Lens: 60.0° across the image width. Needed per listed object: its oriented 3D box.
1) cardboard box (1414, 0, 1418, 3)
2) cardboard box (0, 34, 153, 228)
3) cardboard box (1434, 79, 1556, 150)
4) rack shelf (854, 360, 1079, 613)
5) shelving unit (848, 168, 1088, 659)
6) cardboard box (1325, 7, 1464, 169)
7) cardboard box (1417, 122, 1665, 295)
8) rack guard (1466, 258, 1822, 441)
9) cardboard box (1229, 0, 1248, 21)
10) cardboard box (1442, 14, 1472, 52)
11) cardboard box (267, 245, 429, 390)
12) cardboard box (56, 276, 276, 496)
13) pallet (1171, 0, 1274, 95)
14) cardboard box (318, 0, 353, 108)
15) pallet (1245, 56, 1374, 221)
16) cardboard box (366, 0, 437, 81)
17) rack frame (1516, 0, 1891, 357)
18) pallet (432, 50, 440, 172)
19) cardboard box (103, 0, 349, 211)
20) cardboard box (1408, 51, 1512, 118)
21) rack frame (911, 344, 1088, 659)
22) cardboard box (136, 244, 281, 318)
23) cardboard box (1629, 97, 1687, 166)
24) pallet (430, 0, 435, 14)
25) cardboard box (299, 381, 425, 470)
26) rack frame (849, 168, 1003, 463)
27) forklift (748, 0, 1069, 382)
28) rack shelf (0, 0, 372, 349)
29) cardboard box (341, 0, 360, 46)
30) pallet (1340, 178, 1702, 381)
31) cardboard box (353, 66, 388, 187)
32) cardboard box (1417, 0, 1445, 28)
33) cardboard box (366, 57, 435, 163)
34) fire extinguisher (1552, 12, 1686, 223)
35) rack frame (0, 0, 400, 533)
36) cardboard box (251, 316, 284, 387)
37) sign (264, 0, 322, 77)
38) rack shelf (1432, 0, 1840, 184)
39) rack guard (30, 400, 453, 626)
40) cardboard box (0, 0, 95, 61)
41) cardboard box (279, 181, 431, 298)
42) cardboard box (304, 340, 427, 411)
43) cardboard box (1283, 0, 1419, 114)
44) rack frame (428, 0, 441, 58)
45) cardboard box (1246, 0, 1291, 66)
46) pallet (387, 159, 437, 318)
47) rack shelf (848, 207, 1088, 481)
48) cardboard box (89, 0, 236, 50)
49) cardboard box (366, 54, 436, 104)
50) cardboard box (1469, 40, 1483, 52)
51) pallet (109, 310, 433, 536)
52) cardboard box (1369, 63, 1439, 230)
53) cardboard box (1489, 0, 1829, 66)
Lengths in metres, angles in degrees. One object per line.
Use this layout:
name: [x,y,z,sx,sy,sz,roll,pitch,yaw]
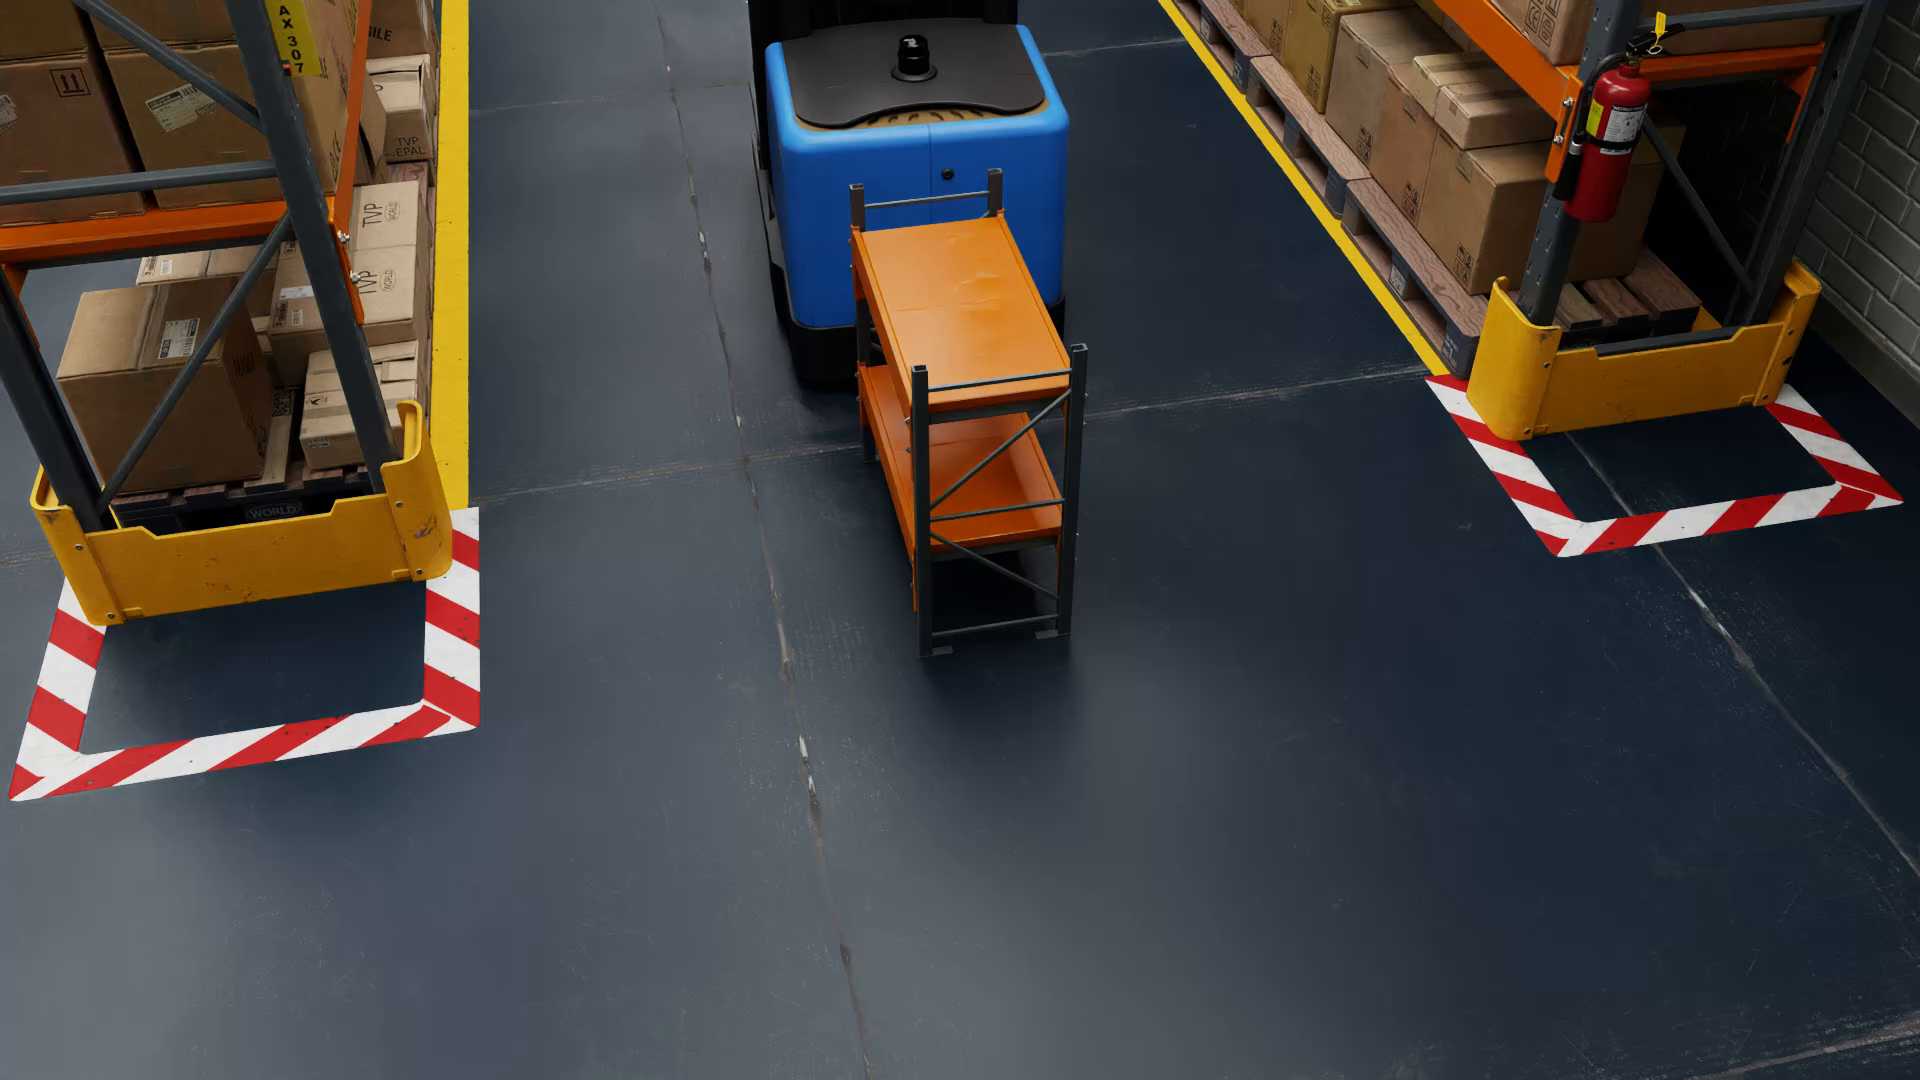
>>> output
cardboard box: [2.172,-2.527,7.416,0.380,0.149,0.250,-9,42,-10]
cardboard box: [-2.670,-1.266,4.842,0.500,0.500,0.500,-7,42,-8]
cardboard box: [2.074,-1.651,6.429,0.380,0.149,0.250,-9,42,-10]
rack shelf: [0.001,-0.233,5.534,0.538,0.278,1.000,-8,42,-9]
shelving unit: [0.001,-0.416,5.372,0.538,1.125,1.048,-8,42,-9]
cardboard box: [2.062,-2.002,7.312,0.700,0.500,0.500,-10,42,-11]
cardboard box: [2.279,-1.351,6.580,0.700,0.500,0.500,-8,42,-9]
rack guard: [2.533,-0.739,6.206,1.175,0.500,0.348,-8,42,-9]
cardboard box: [1.726,-3.005,8.443,0.700,0.500,0.500,-8,42,-9]
cardboard box: [2.282,-2.197,7.044,0.380,0.149,0.250,-8,42,-9]
cardboard box: [-2.256,-0.831,6.167,0.500,0.250,0.500,-8,42,-9]
cardboard box: [-2.666,-0.524,5.633,0.500,0.500,0.500,-8,42,-9]
pallet: [1.753,-2.736,8.673,1.003,0.211,1.213,-8,42,-9]
cardboard box: [-2.263,-1.674,5.301,0.500,0.500,0.500,-9,42,-10]
pallet: [2.019,-1.943,7.780,1.003,0.211,1.213,-8,42,-9]
cardboard box: [-2.771,-2.471,7.826,0.500,0.500,0.500,-8,42,-9]
rack frame: [2.528,-1.690,5.394,1.000,3.000,0.127,-8,42,-9]
pallet: [-3.024,-2.082,7.937,1.003,0.211,1.213,-8,42,-9]
cardboard box: [-2.146,-1.340,4.925,0.500,0.500,0.500,-8,42,-8]
cardboard box: [2.018,-1.817,6.615,0.380,0.149,0.250,-7,42,-8]
rack frame: [0.111,-0.087,5.000,0.500,1.125,0.032,-8,42,-9]
cardboard box: [-2.842,-1.051,6.414,0.500,0.250,0.500,-8,42,-9]
cardboard box: [2.502,-1.542,6.305,0.380,0.149,0.250,-8,42,-9]
pallet: [-3.384,-3.049,9.026,1.003,0.211,1.213,-8,42,-9]
cardboard box: [-2.063,-0.397,5.753,0.380,0.149,0.250,-8,42,-9]
rack frame: [-0.108,-0.746,5.743,0.500,1.125,0.032,-8,42,-9]
forklift: [-0.349,-2.681,6.563,1.130,2.935,3.031,-6,42,-7]
rack shelf: [-2.740,-2.005,6.291,1.077,0.370,4.000,-8,42,-9]
cardboard box: [-2.368,-2.000,5.668,0.500,0.500,0.500,-8,42,-9]
pallet: [2.279,-1.154,6.891,1.003,0.211,1.213,-8,42,-9]
cardboard box: [-2.761,-1.584,6.824,0.797,0.503,0.637,-8,42,-9]
cardboard box: [2.226,-2.363,7.231,0.380,0.149,0.250,-8,42,-9]
cardboard box: [-2.609,-1.915,7.341,0.500,0.311,0.500,-8,42,-9]
fire extinguisher: [2.110,-1.358,5.359,0.296,0.674,0.183,-8,42,-9]
rack frame: [-2.308,-0.978,4.592,1.000,3.000,0.127,-8,42,-9]
cardboard box: [-2.665,-0.675,6.054,0.380,0.166,0.250,-8,42,-9]
sign: [-1.778,-1.379,4.392,0.100,0.325,0.005,-8,42,-9]
rack shelf: [2.096,-2.717,7.093,1.077,0.370,4.000,-8,42,-9]
rack guard: [-2.324,-0.092,5.477,1.175,0.500,0.348,-8,42,-9]
cardboard box: [-2.672,-1.638,4.507,0.500,0.500,0.500,-9,42,-10]
cardboard box: [-2.364,-1.155,6.532,0.500,0.250,0.500,-8,42,-9]
cardboard box: [-2.117,-0.565,5.930,0.380,0.166,0.250,-8,42,-9]
cardboard box: [1.940,-2.346,7.700,0.700,0.500,0.500,-7,42,-8]
rack frame: [-3.171,-3.570,7.513,1.000,3.000,0.127,-8,42,-9]
cardboard box: [1.831,-2.679,8.075,0.700,0.500,0.500,-9,42,-10]
pallet: [-2.757,-1.290,7.044,1.003,0.211,1.213,-8,42,-9]
rack shelf: [0.001,-0.635,5.177,0.538,0.278,1.000,-8,42,-9]
cardboard box: [-2.146,-1.714,4.593,0.500,0.500,0.500,-7,42,-8]
cardboard box: [-2.632,-2.106,7.679,0.380,0.149,0.250,-8,42,-9]
cardboard box: [2.338,-2.032,6.858,0.380,0.149,0.250,-8,42,-9]
pallet: [-2.497,-0.501,6.155,1.003,0.211,1.213,-8,42,-9]
cardboard box: [2.171,-1.676,6.945,0.700,0.500,0.500,-8,42,-9]
cardboard box: [2.408,-2.131,5.665,0.980,0.700,0.700,-7,42,-7]
